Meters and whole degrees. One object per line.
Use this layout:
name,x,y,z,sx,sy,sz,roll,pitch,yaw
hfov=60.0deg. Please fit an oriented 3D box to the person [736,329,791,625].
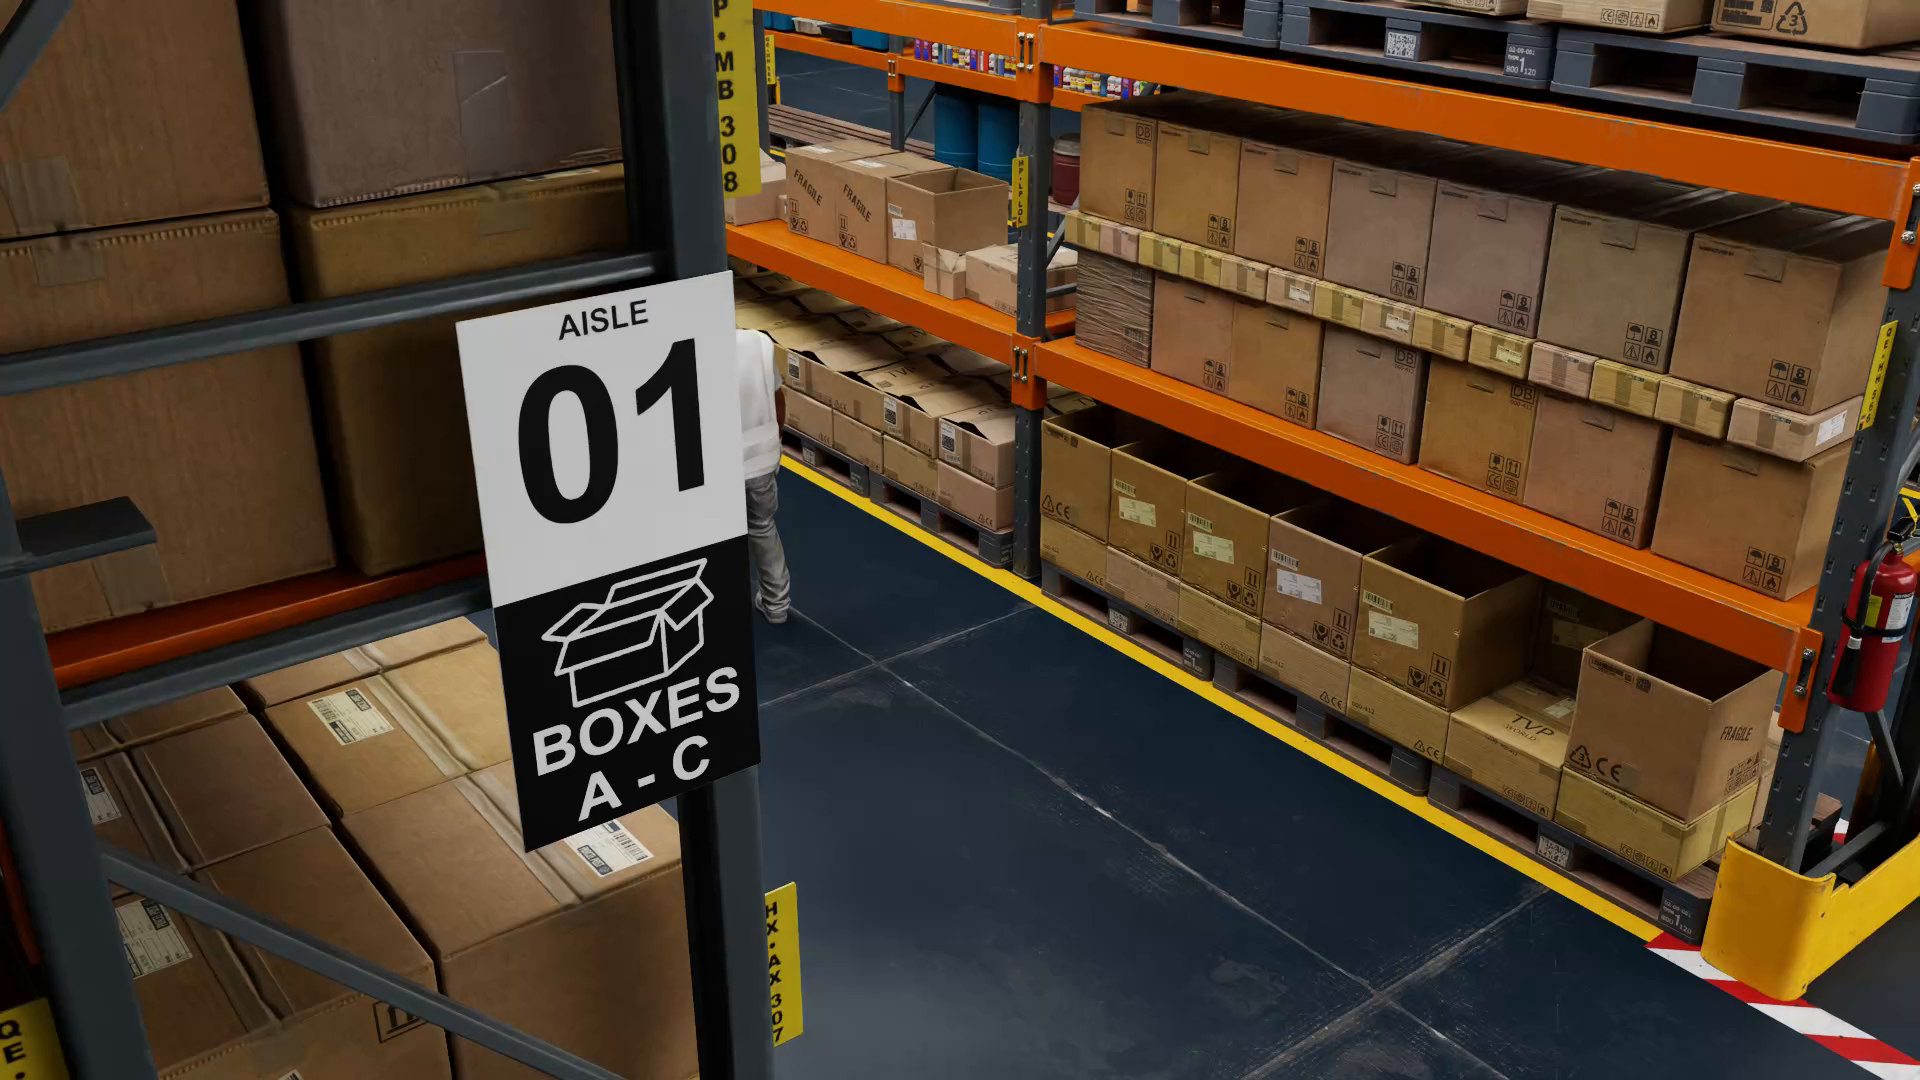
person,-1.090,-0.379,7.867,0.623,1.771,0.450,-20,31,-37
